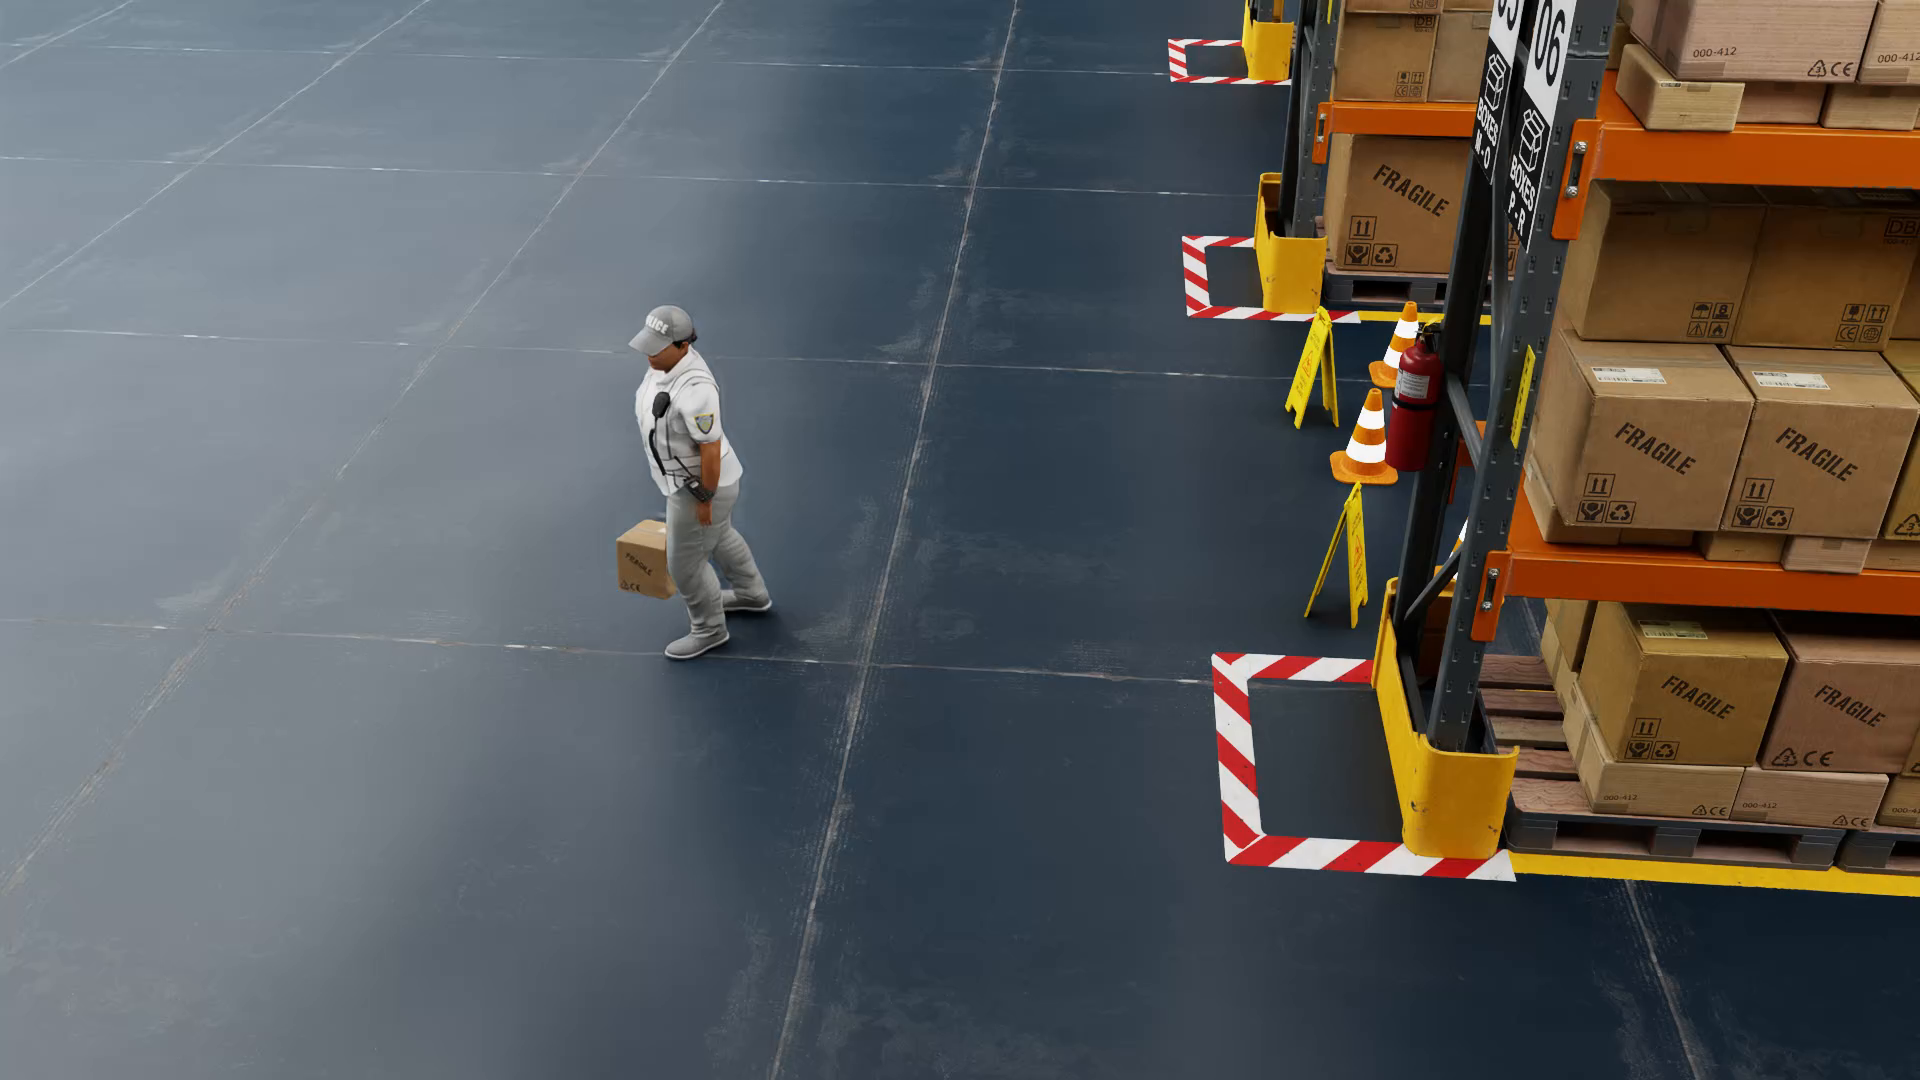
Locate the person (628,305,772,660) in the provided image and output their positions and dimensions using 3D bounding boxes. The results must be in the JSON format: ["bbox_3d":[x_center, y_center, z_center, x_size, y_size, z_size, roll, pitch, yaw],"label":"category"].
[{"bbox_3d":[-1.090,-0.271,7.095,0.552,1.649,0.531,-12,34,-19],"label":"person"}]
